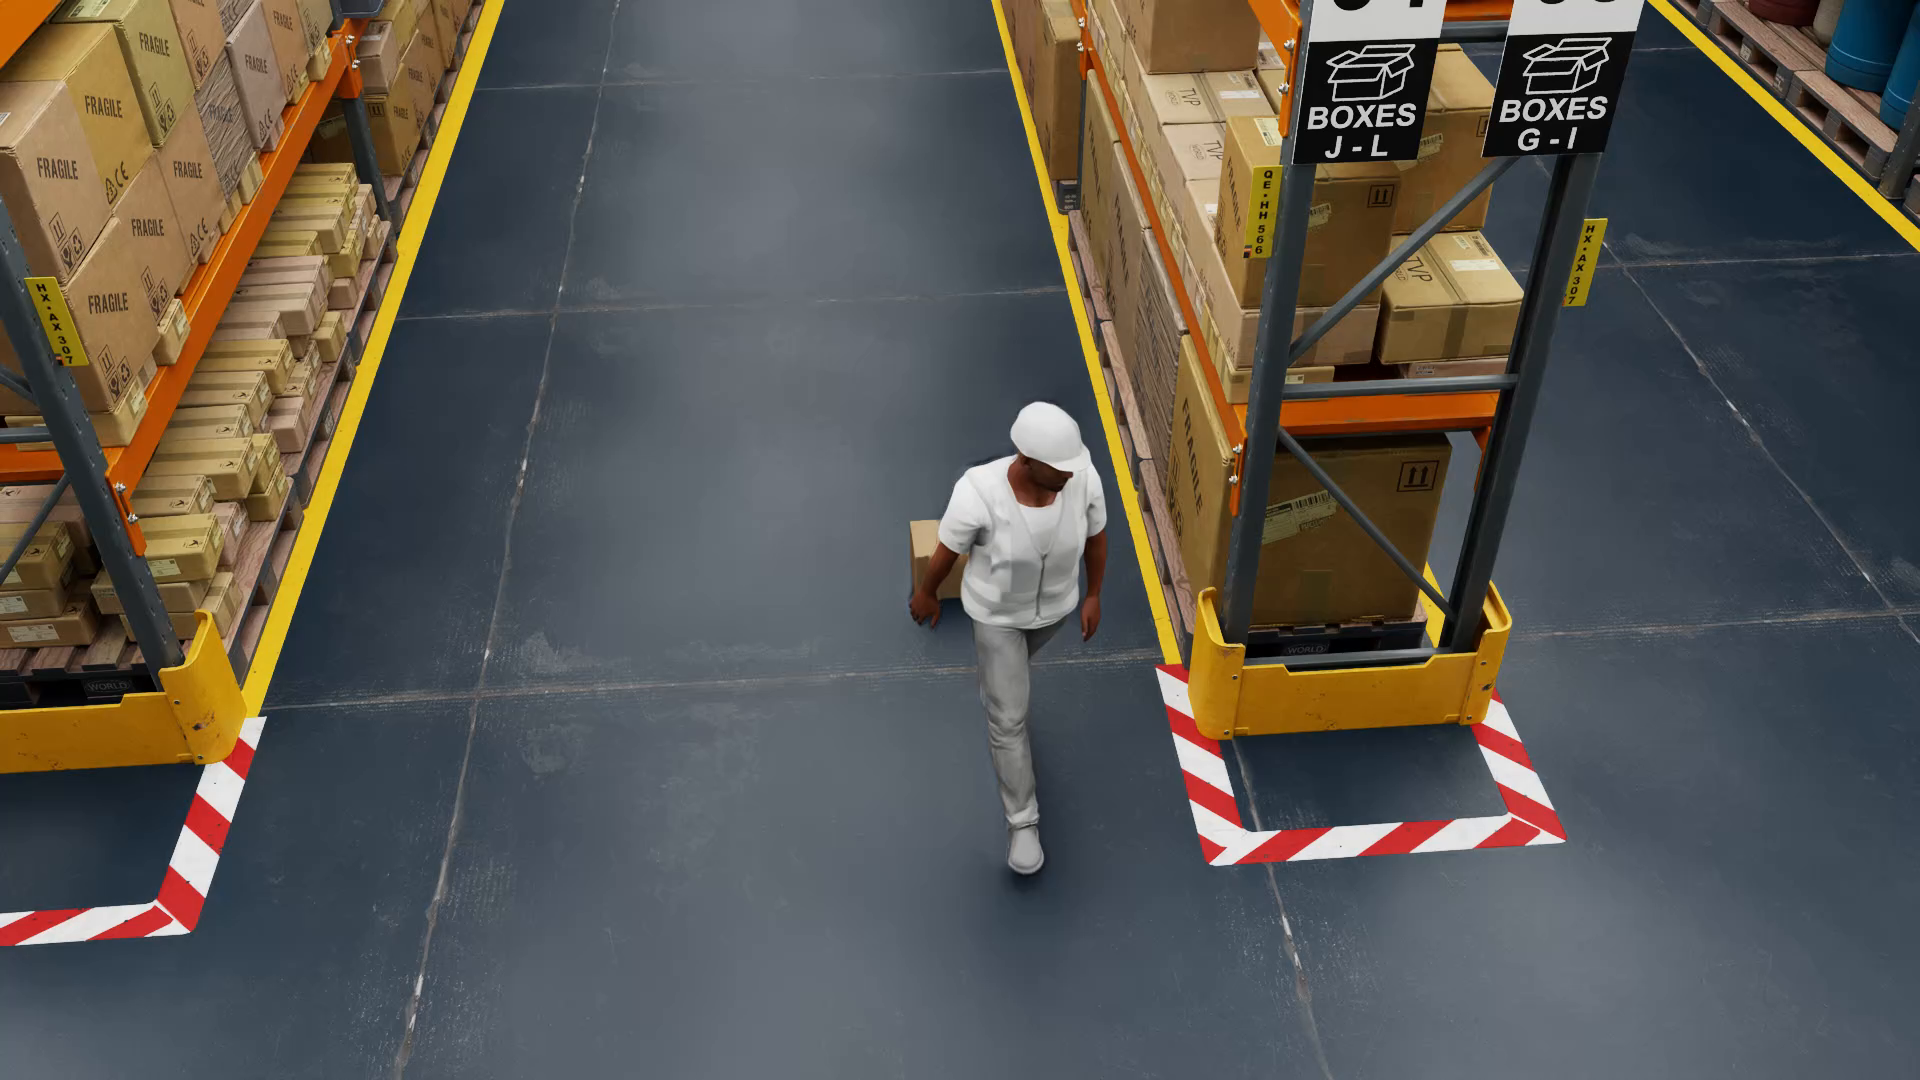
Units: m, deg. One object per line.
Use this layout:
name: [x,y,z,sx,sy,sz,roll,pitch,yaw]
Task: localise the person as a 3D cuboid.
person: [0.217,0.229,5.873,0.661,1.703,1.113,-15,41,-18]
